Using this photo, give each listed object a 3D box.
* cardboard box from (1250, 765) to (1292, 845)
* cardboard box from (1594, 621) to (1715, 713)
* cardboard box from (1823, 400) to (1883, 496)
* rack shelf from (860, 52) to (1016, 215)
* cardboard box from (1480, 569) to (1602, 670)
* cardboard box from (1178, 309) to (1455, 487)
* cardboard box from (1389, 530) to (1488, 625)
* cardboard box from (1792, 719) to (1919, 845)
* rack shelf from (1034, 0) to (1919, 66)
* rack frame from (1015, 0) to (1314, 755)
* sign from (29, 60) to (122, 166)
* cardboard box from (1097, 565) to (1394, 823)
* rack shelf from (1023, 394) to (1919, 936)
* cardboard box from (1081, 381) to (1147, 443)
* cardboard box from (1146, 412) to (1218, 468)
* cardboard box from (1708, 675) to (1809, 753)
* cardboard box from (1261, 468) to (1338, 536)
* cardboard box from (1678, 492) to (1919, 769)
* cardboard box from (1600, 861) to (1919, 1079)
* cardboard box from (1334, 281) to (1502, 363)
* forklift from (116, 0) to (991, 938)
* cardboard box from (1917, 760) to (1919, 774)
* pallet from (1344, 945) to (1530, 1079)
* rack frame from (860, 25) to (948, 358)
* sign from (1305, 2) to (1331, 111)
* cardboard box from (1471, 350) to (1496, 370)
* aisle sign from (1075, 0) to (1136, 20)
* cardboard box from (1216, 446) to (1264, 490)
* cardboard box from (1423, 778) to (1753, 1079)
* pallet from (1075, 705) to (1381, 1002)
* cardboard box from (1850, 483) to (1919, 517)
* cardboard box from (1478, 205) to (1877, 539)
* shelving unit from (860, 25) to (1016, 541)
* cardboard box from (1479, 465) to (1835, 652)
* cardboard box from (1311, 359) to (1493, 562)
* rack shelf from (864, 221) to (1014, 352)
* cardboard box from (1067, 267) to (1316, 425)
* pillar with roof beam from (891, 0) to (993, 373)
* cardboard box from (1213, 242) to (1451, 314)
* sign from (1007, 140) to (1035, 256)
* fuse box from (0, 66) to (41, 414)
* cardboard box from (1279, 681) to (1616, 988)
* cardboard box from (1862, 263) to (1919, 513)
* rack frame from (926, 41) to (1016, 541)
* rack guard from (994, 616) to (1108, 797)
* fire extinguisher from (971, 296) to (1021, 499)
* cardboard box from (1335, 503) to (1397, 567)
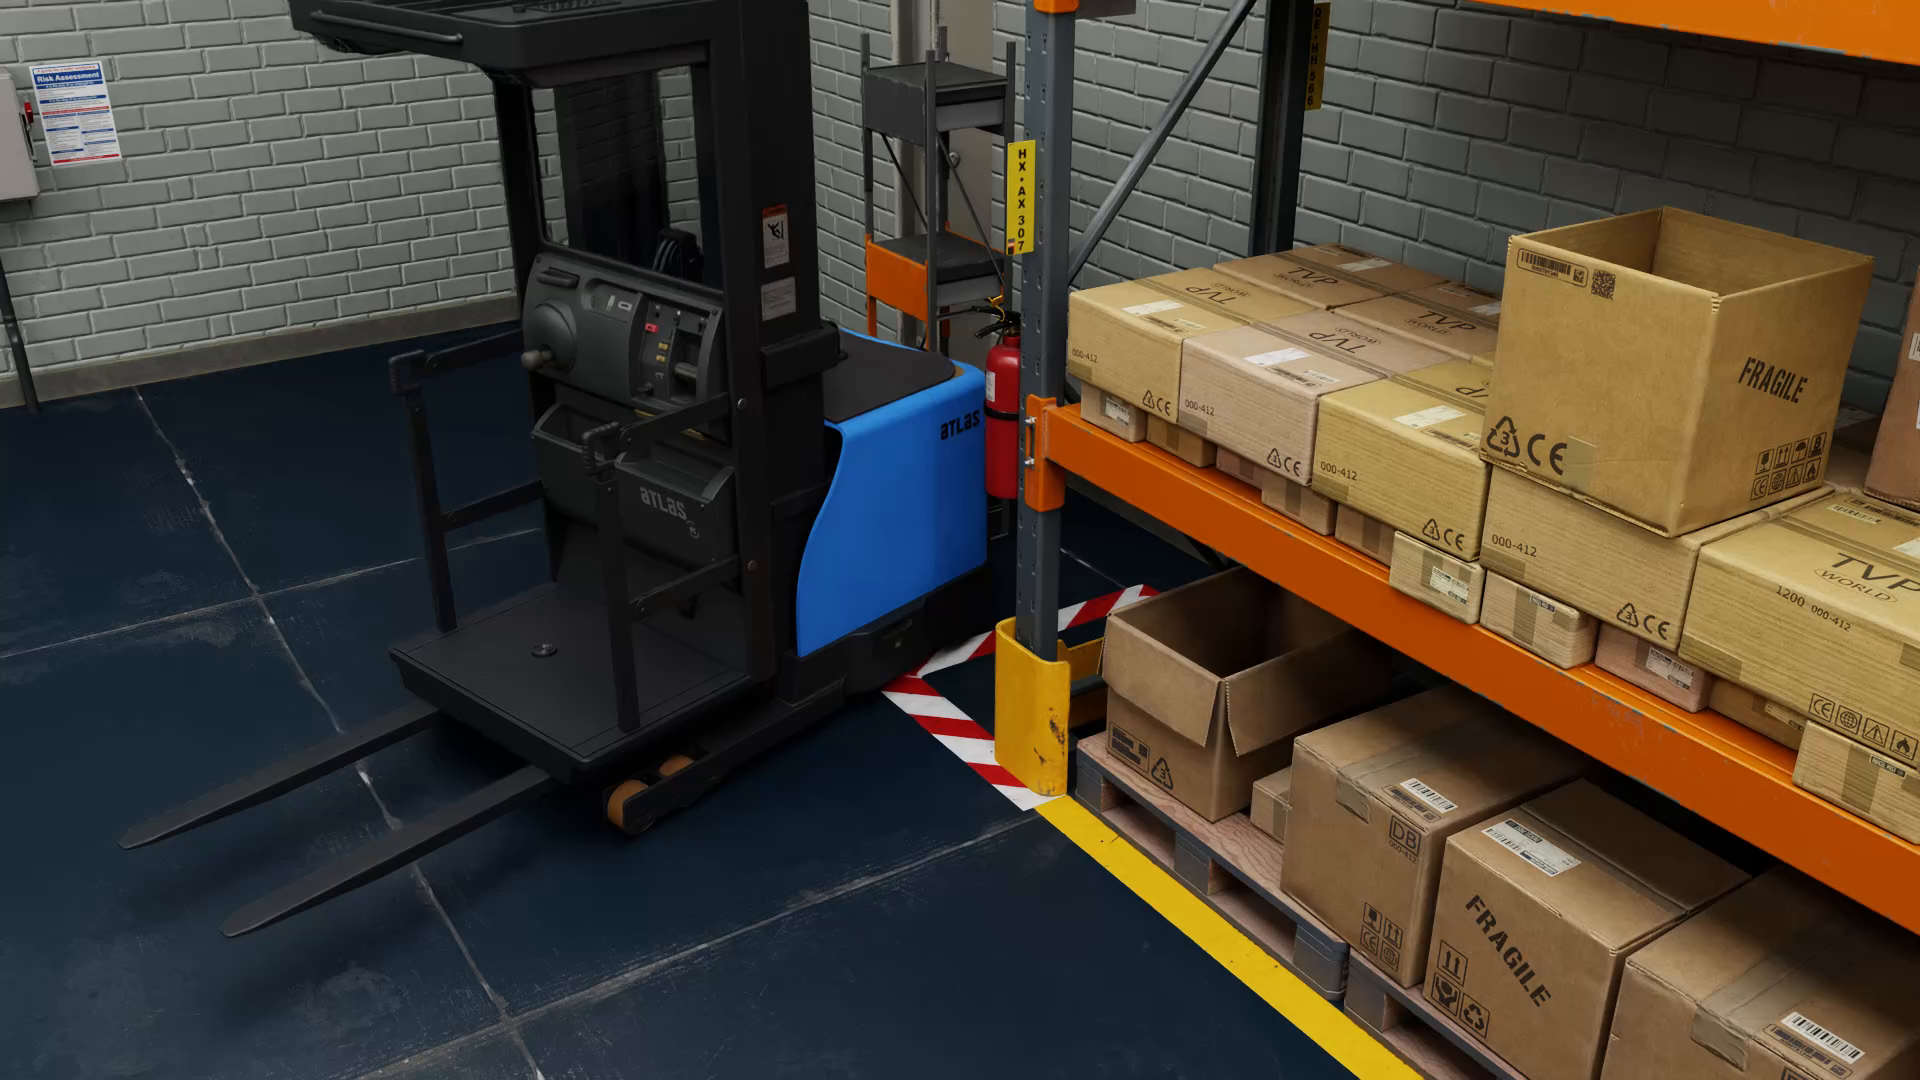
[{"bbox_3d":[1.088,0.775,4.942,0.380,0.149,0.250,-17,30,-32],"label":"cardboard box"},{"bbox_3d":[1.605,0.207,3.592,0.380,0.149,0.250,-16,29,-30],"label":"cardboard box"},{"bbox_3d":[1.940,-0.140,3.860,0.500,0.250,0.500,-16,29,-30],"label":"cardboard box"},{"bbox_3d":[-0.090,-1.629,6.634,0.431,0.518,0.480,-16,29,-30],"label":"rack shelf"},{"bbox_3d":[1.406,0.131,3.754,0.380,0.149,0.250,-15,29,-28],"label":"cardboard box"},{"bbox_3d":[0.931,-0.387,4.384,0.500,0.250,0.500,-15,29,-29],"label":"cardboard box"},{"bbox_3d":[1.245,0.041,3.943,0.380,0.149,0.250,-16,30,-31],"label":"cardboard box"},{"bbox_3d":[1.826,0.403,3.178,0.380,0.149,0.250,-16,30,-30],"label":"cardboard box"},{"bbox_3d":[1.726,-1.042,3.272,1.077,0.370,4.000,-16,29,-30],"label":"rack shelf"},{"bbox_3d":[0.634,-0.726,5.274,1.000,3.000,0.127,-16,29,-30],"label":"rack frame"},{"bbox_3d":[-4.480,-2.163,8.429,0.329,0.494,0.001,-16,29,-30],"label":"sign"},{"bbox_3d":[0.888,0.454,5.208,0.797,0.503,0.637,-17,30,-32],"label":"cardboard box"},{"bbox_3d":[1.726,0.315,3.913,1.077,0.370,4.000,-16,29,-30],"label":"rack shelf"},{"bbox_3d":[0.584,-0.431,4.944,0.380,0.149,0.250,-16,30,-30],"label":"cardboard box"},{"bbox_3d":[0.761,-0.351,4.774,0.380,0.149,0.250,-15,29,-28],"label":"cardboard box"},{"bbox_3d":[1.779,0.284,3.428,0.380,0.149,0.250,-15,29,-29],"label":"cardboard box"},{"bbox_3d":[1.020,-0.160,4.370,0.380,0.149,0.250,-15,29,-28],"label":"cardboard box"},{"bbox_3d":[1.788,0.155,3.234,0.500,0.250,0.500,-16,30,-30],"label":"cardboard box"},{"bbox_3d":[1.889,1.141,3.755,0.700,0.500,0.500,-17,30,-31],"label":"cardboard box"},{"bbox_3d":[1.388,-0.505,4.634,0.500,0.250,0.500,-15,29,-29],"label":"cardboard box"},{"bbox_3d":[-1.226,-0.638,5.167,1.130,2.935,3.031,20,32,36],"label":"forklift"},{"bbox_3d":[2.049,0.337,2.850,0.500,0.250,0.500,-15,29,-29],"label":"cardboard box"},{"bbox_3d":[1.773,1.283,4.285,1.003,0.211,1.213,-16,29,-30],"label":"pallet"},{"bbox_3d":[-0.224,-1.096,7.112,0.400,2.100,0.015,-16,29,-30],"label":"rack frame"},{"bbox_3d":[1.110,-1.515,5.219,0.100,0.325,0.005,-16,29,-30],"label":"sign"},{"bbox_3d":[1.654,-0.327,4.257,0.500,0.250,0.500,-15,29,-28],"label":"cardboard box"},{"bbox_3d":[0.351,-1.858,4.626,0.394,0.787,0.004,-16,29,-30],"label":"aisle sign"},{"bbox_3d":[0.934,-0.265,4.592,0.380,0.149,0.250,-16,30,-30],"label":"cardboard box"},{"bbox_3d":[1.527,0.982,4.091,0.500,0.500,0.500,-15,29,-29],"label":"cardboard box"},{"bbox_3d":[1.111,0.847,5.209,1.003,0.211,1.213,-16,29,-30],"label":"pallet"},{"bbox_3d":[2.214,0.035,3.489,0.500,0.250,0.500,-15,29,-28],"label":"cardboard box"},{"bbox_3d":[1.475,-0.370,3.470,0.500,0.500,0.500,-15,29,-28],"label":"cardboard box"},{"bbox_3d":[-0.090,-1.009,6.927,0.431,2.100,0.503,-16,29,-30],"label":"shelving unit"},{"bbox_3d":[1.508,-0.029,3.625,0.500,0.250,0.500,-16,30,-31],"label":"cardboard box"},{"bbox_3d":[1.211,-0.207,4.002,0.500,0.250,0.500,-16,30,-31],"label":"cardboard box"},{"bbox_3d":[-0.090,-0.996,6.933,0.431,0.518,0.480,-16,29,-30],"label":"rack shelf"},{"bbox_3d":[0.656,-0.568,4.766,0.500,0.250,0.500,-15,29,-29],"label":"cardboard box"},{"bbox_3d":[-3.690,-3.610,4.356,9.100,9.000,0.400,-16,29,-30],"label":"pillar with roof beam"},{"bbox_3d":[1.107,-0.690,5.025,0.500,0.250,0.500,-15,29,-28],"label":"cardboard box"},{"bbox_3d":[0.179,-0.991,4.822,0.100,0.325,0.005,-16,29,-30],"label":"sign"},{"bbox_3d":[-4.781,-1.434,8.284,0.539,1.711,0.414,-16,29,-30],"label":"fuse box"},{"bbox_3d":[1.323,0.770,4.541,0.700,0.500,0.500,-14,29,-27],"label":"cardboard box"},{"bbox_3d":[2.228,-0.296,3.312,0.500,0.500,0.500,-16,30,-31],"label":"cardboard box"},{"bbox_3d":[0.043,-0.921,6.742,0.400,2.100,0.015,-16,29,-30],"label":"rack frame"},{"bbox_3d":[0.675,0.431,5.750,1.175,0.500,0.348,-16,29,-30],"label":"rack guard"},{"bbox_3d":[0.166,-0.467,5.254,0.296,0.674,0.183,-16,29,-30],"label":"fire extinguisher"},{"bbox_3d":[1.170,-0.067,4.172,0.380,0.149,0.250,-15,29,-29],"label":"cardboard box"}]
